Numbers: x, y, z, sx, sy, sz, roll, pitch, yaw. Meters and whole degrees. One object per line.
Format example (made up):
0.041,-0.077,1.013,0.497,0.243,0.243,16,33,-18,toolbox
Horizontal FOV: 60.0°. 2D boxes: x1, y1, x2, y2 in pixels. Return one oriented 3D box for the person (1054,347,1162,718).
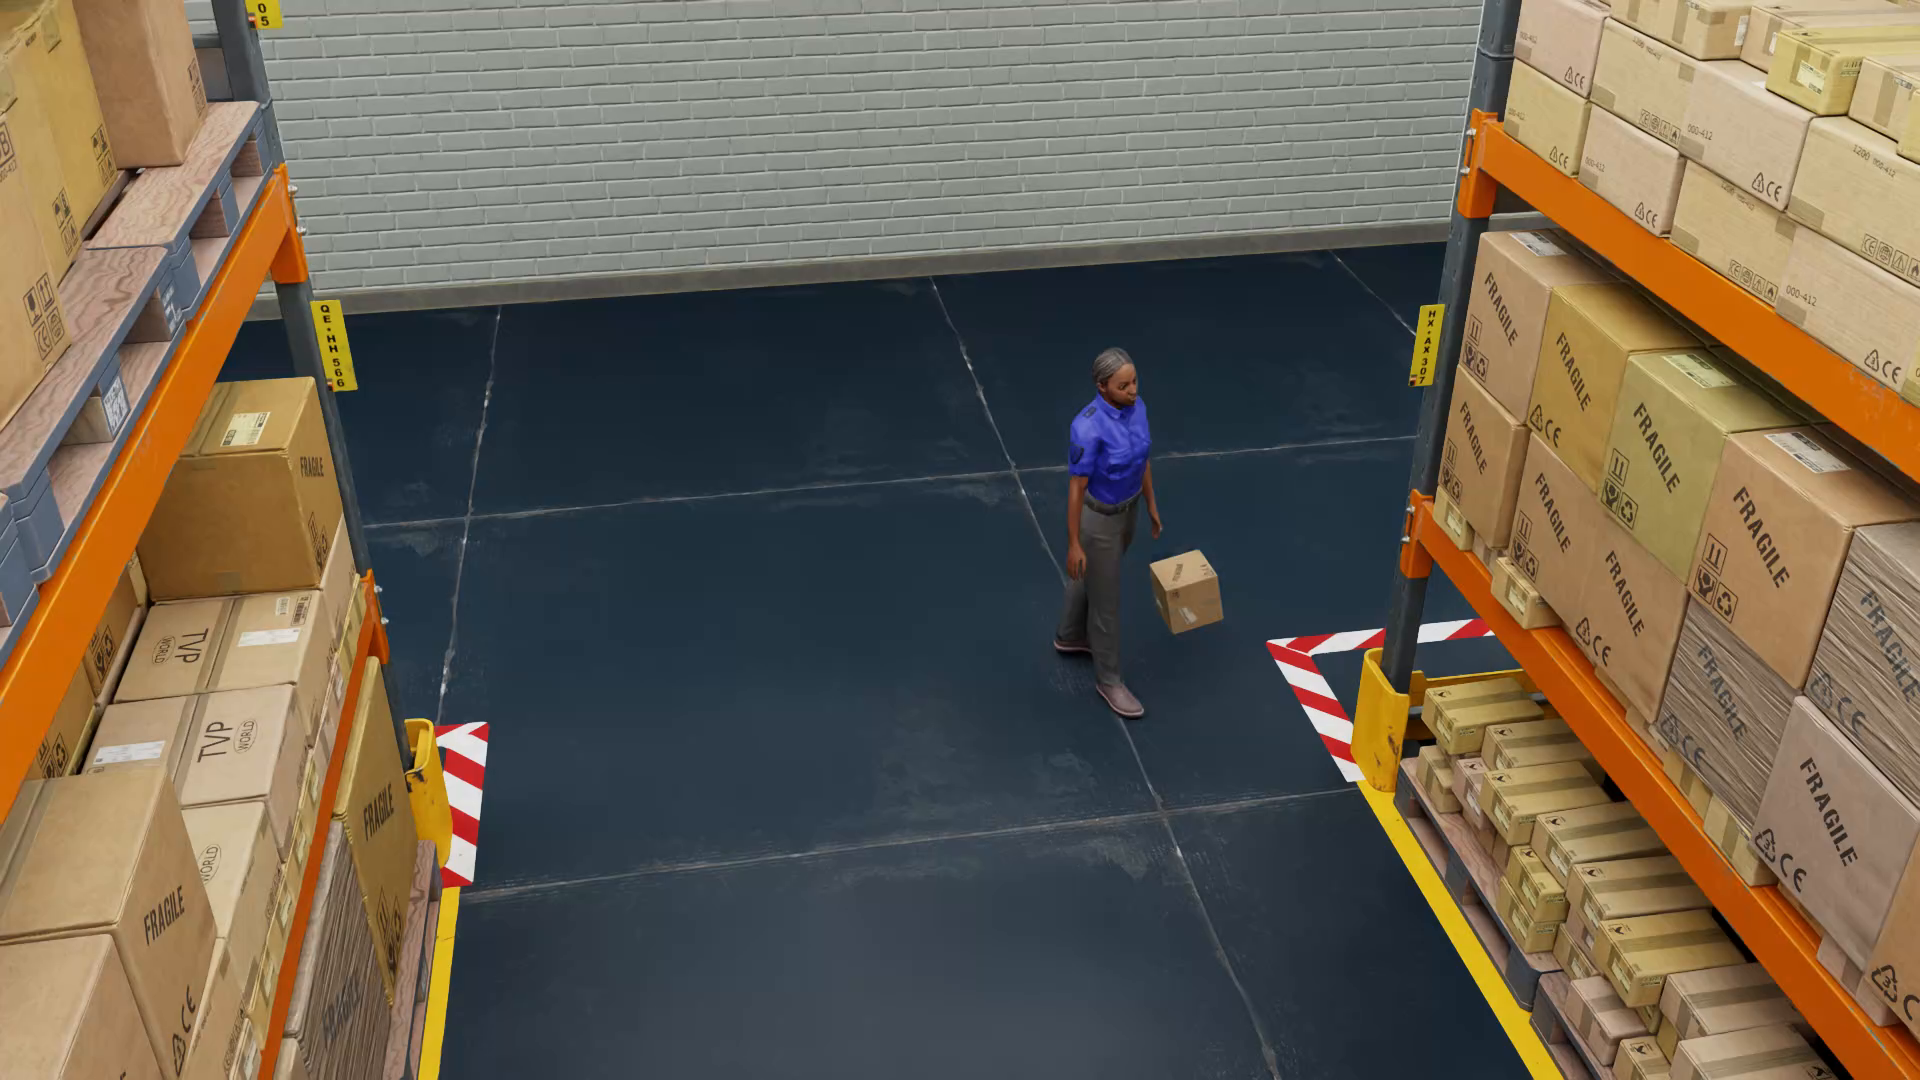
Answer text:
0.639,-0.062,7.233,0.622,1.649,0.584,21,37,31,person
